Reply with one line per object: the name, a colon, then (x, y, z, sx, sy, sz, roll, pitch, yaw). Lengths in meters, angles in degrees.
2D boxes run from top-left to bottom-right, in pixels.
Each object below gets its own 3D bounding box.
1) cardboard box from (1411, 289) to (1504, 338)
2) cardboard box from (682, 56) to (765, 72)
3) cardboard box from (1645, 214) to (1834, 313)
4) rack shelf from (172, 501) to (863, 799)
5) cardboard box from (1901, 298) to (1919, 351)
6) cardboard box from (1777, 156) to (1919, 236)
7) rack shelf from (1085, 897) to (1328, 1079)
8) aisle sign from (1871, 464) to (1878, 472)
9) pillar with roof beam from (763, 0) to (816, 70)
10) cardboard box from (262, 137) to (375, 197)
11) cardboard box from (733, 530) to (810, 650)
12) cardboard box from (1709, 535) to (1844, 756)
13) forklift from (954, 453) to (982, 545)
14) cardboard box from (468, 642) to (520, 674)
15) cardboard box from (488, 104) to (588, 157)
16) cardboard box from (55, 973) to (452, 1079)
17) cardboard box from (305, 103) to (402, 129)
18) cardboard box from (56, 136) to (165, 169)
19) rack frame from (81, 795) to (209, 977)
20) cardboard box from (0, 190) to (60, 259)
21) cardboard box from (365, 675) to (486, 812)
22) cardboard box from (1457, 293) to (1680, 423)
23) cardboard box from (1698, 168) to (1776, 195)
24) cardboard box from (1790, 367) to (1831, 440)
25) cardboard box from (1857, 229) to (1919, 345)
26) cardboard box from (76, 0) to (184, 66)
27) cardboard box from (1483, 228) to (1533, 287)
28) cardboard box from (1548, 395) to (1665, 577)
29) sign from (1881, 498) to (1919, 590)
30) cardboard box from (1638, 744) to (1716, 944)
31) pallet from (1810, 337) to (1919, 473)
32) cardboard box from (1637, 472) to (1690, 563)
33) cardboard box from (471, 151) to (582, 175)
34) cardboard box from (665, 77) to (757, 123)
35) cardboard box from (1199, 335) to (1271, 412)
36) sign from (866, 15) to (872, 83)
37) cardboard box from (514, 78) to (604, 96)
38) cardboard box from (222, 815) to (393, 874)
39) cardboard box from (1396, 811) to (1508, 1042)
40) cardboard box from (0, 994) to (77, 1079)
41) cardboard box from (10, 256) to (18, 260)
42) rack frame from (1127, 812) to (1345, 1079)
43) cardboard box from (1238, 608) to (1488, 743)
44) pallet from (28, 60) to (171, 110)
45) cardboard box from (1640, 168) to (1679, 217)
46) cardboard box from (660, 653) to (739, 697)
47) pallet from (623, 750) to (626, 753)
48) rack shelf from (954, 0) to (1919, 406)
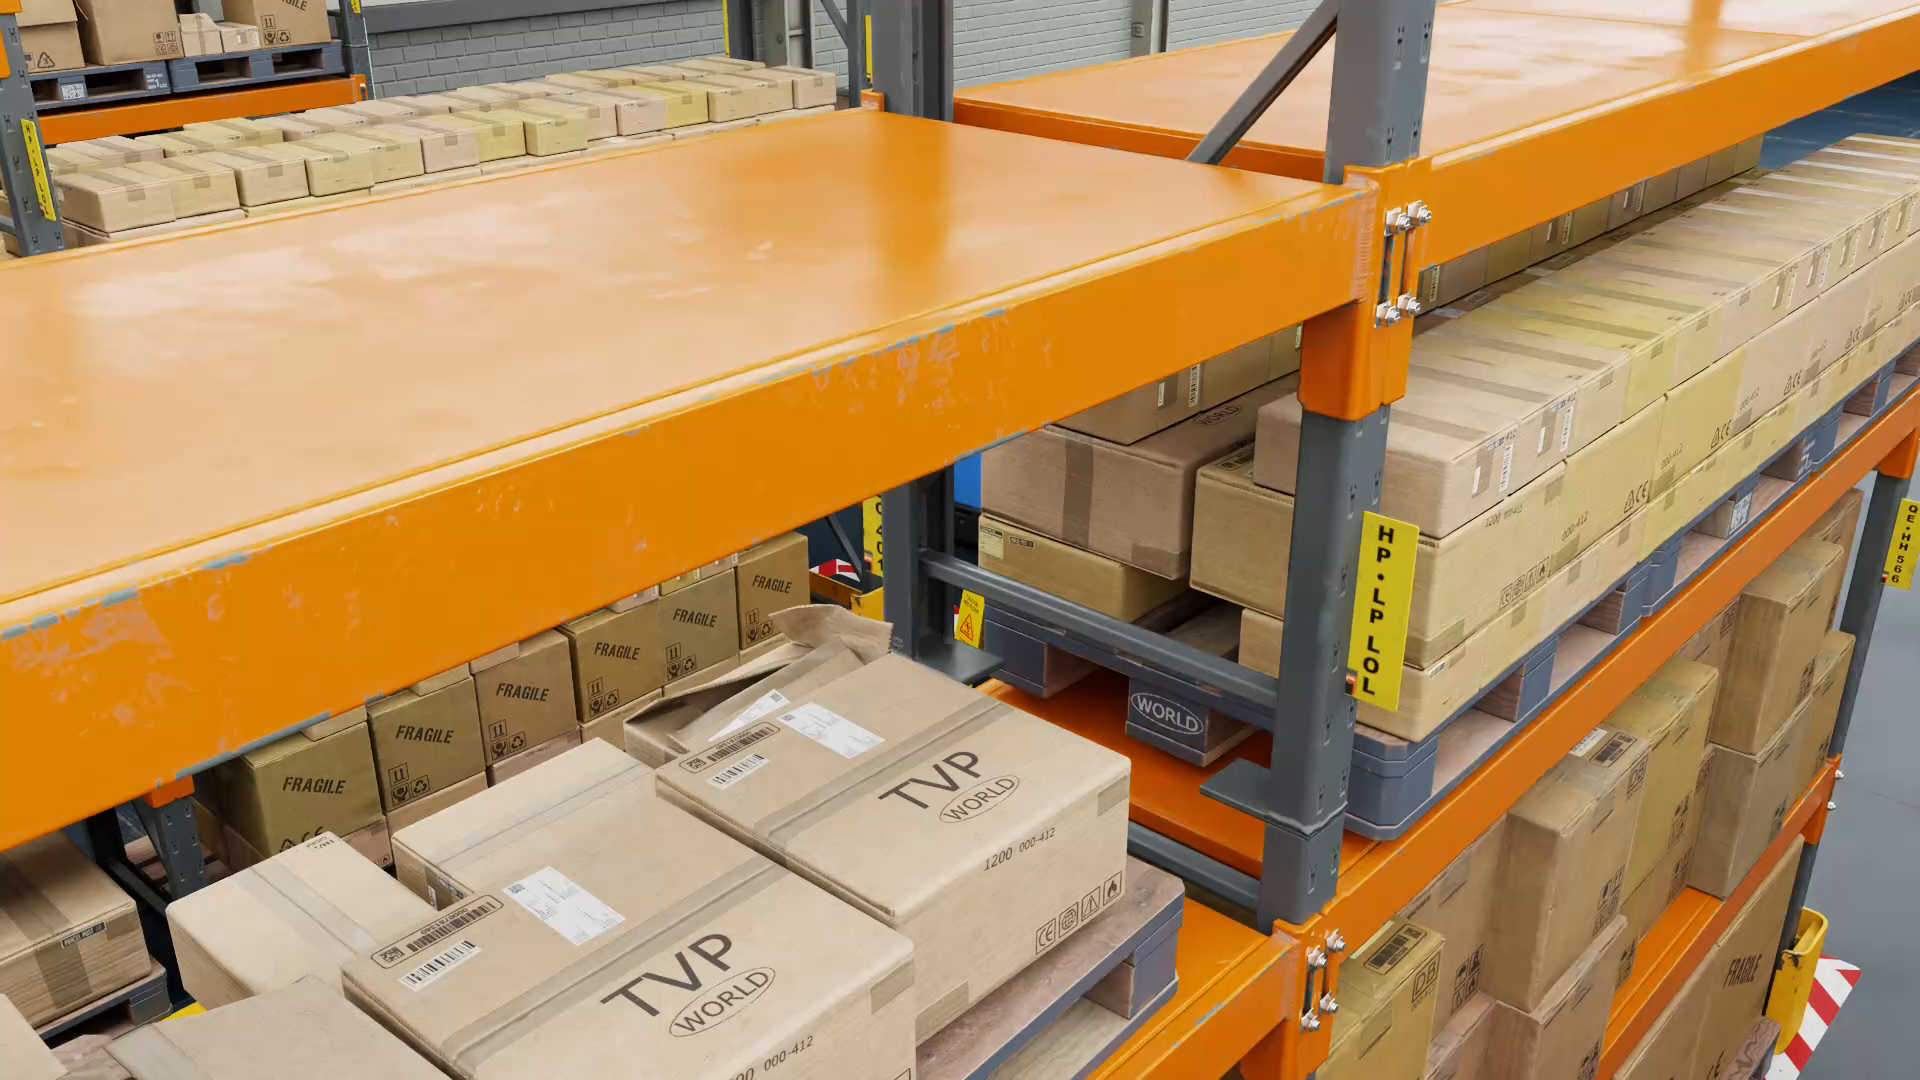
cardboard box: (1.065, -0.481, 4.174, 0.500, 0.250, 0.500, 20, 31, 37)
cardboard box: (-1.218, -2.387, 8.573, 0.380, 0.149, 0.250, 20, 31, 37)
cardboard box: (1.935, -0.696, 4.166, 0.380, 0.149, 0.250, 20, 31, 38)
rack shelf: (-2.164, 0.116, 8.203, 1.077, 0.370, 4.000, 20, 31, 38)
cardboard box: (2.787, -0.721, 5.198, 0.380, 0.149, 0.250, 20, 31, 38)
cardboard box: (2.614, -1.007, 4.859, 0.380, 0.149, 0.250, 21, 31, 38)
rack shelf: (-1.080, 1.287, 1.926, 1.077, 0.370, 4.000, 20, 31, 38)
aisle sign: (3.196, -0.626, 5.803, 0.394, 0.787, 0.004, 20, 31, 38)
pillar with roof beam: (1.547, -5.599, 12.739, 9.100, 9.000, 0.400, 20, 31, 38)
cardboard box: (-2.515, -1.465, 6.518, 0.380, 0.149, 0.250, 20, 31, 37)
cardboard box: (-1.169, 0.215, 9.035, 0.500, 0.500, 0.500, 20, 31, 38)
cardboard box: (2.350, 0.234, 5.559, 0.875, 0.550, 0.550, 20, 31, 38)
forklift: (1.052, -1.245, 10.444, 3.031, 2.935, 1.130, 17, 29, 33)
cardboard box: (-2.256, 0.455, 7.708, 0.250, 0.149, 0.380, -22, 32, -40)
cardboard box: (-1.833, -1.779, 7.218, 0.380, 0.149, 0.250, 21, 32, 39)
cardboard box: (-0.751, 0.747, 1.724, 0.500, 0.311, 0.500, 19, 30, 36)
cardboard box: (-2.634, -1.790, 7.243, 0.380, 0.149, 0.250, 21, 31, 38)
cardboard box: (-3.333, -1.477, 6.544, 0.380, 0.149, 0.250, 19, 30, 36)
rack frame: (-3.498, 0.397, 6.697, 1.000, 3.000, 0.127, 20, 31, 38)
cardboard box: (-3.403, -1.247, 6.519, 0.500, 0.250, 0.500, 20, 31, 37)
cardboard box: (-2.555, 0.846, 7.628, 0.500, 0.500, 0.500, 22, 32, 40)
cardboard box: (1.259, -0.388, 3.478, 0.380, 0.149, 0.250, 20, 31, 37)
cardboard box: (2.412, -1.097, 5.548, 0.500, 0.250, 0.500, 20, 31, 37)
cardboard box: (2.107, -0.411, 4.505, 0.380, 0.149, 0.250, 20, 31, 38)
cardboard box: (2.472, -0.796, 4.877, 0.500, 0.250, 0.500, 20, 31, 38)
cardboard box: (-5.400, -3.341, 10.611, 0.700, 0.500, 0.500, 20, 31, 38)
cardboard box: (1.275, -0.798, 4.394, 0.380, 0.149, 0.250, 21, 31, 38)
cardboard box: (1.126, -0.182, 3.507, 0.500, 0.250, 0.500, 20, 31, 37)
sign: (3.320, 0.016, 5.844, 0.100, 0.325, 0.005, 20, 31, 38)
cardboard box: (1.893, 0.866, 5.468, 0.875, 0.550, 0.550, 20, 31, 38)
pallet: (2.438, -0.600, 5.363, 1.003, 0.211, 1.213, 20, 31, 38)
cardboard box: (1.429, -0.102, 3.816, 0.380, 0.149, 0.250, 20, 31, 37)
cardboard box: (-1.984, -1.561, 7.219, 0.500, 0.250, 0.500, 21, 31, 38)
cardboard box: (-1.192, -2.105, 7.944, 0.380, 0.149, 0.250, 20, 31, 37)
cardboard box: (0.431, -0.412, 3.534, 0.380, 0.149, 0.250, 20, 31, 37)
sign: (-0.429, -2.436, 8.269, 0.100, 0.325, 0.005, 20, 31, 38)
cardboard box: (-1.904, -2.088, 7.908, 0.380, 0.149, 0.250, 20, 31, 37)
cardboard box: (-2.904, 1.354, 7.410, 0.500, 0.250, 0.500, 18, 30, 35)
cardboard box: (0.808, 0.855, 4.174, 0.875, 0.550, 0.550, 20, 31, 38)
cardboard box: (-1.151, 0.686, 1.916, 0.396, 0.266, 0.258, 20, 31, 38)
cardboard box: (-3.515, -1.036, 6.536, 0.380, 0.149, 0.250, 20, 31, 38)
rack frame: (0.255, 1.718, 3.751, 1.000, 3.000, 0.127, 20, 31, 38)
cardboard box: (0.751, 0.209, 3.123, 0.380, 0.149, 0.250, 20, 31, 37)
pallet: (-5.833, -2.922, 10.542, 1.003, 0.211, 1.213, 20, 31, 38)
cardboard box: (1.957, -1.110, 5.090, 0.380, 0.149, 0.250, 21, 31, 38)
cardboard box: (-1.520, 0.717, 8.832, 0.500, 0.250, 0.500, 20, 31, 38)
pallet: (-2.262, 1.082, 8.578, 1.003, 0.211, 1.213, 20, 31, 38)
rack shelf: (1.590, -1.118, 4.112, 1.077, 0.370, 4.000, 20, 31, 38)
